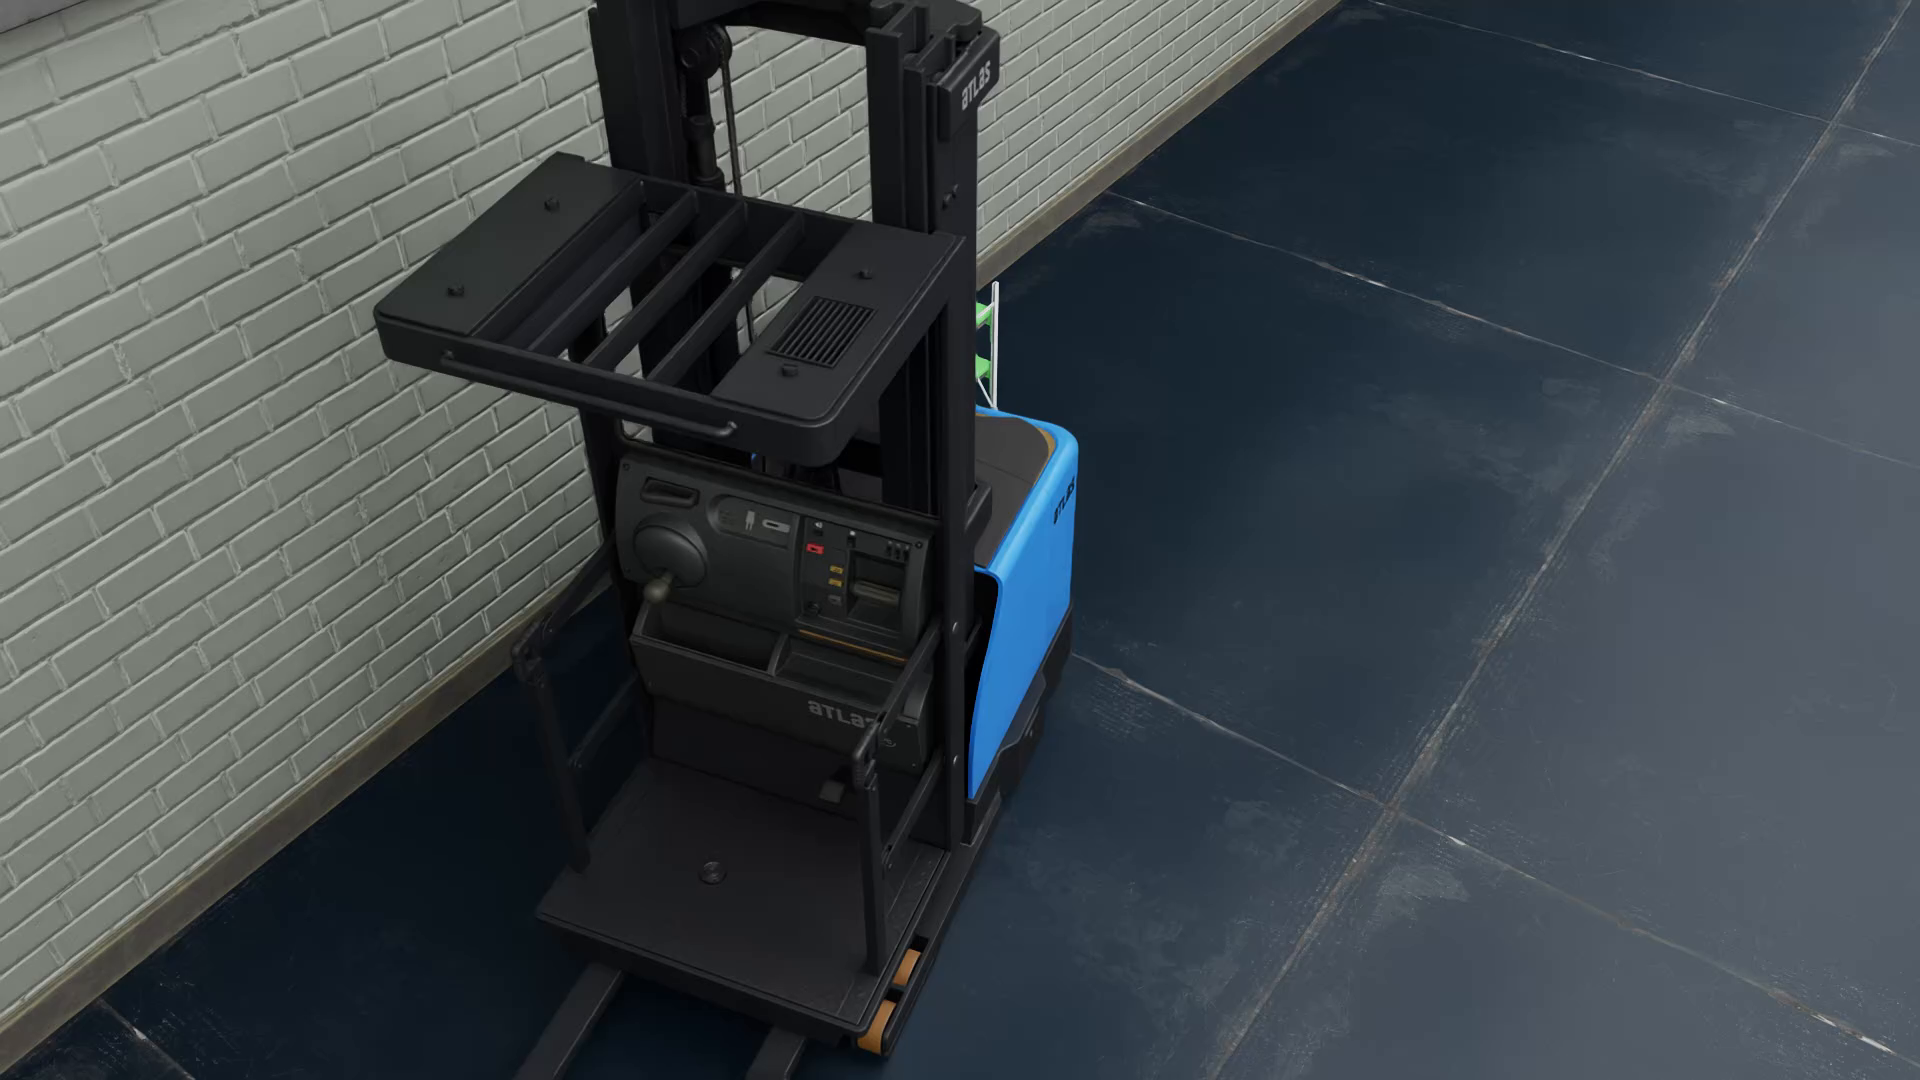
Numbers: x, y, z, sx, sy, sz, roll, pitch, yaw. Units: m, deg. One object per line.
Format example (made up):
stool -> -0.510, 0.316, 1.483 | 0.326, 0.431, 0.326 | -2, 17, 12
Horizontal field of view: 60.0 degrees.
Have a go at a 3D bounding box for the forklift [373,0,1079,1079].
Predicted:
forklift -> -0.602, 0.131, 4.405 | 1.130, 2.935, 3.031 | 15, 44, 16

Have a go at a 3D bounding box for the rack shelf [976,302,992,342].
rack shelf -> -0.136, -0.821, 6.143 | 0.480, 0.148, 0.258 | 25, 48, 25

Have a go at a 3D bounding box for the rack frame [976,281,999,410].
rack frame -> 0.064, -0.417, 6.316 | 0.015, 1.200, 0.240 | 25, 48, 25

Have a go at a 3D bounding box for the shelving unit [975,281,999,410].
shelving unit -> -0.136, -0.511, 6.421 | 0.503, 1.200, 0.258 | 25, 48, 25

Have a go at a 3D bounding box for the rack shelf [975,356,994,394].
rack shelf -> -0.136, -0.642, 6.303 | 0.480, 0.148, 0.258 | 25, 48, 25
